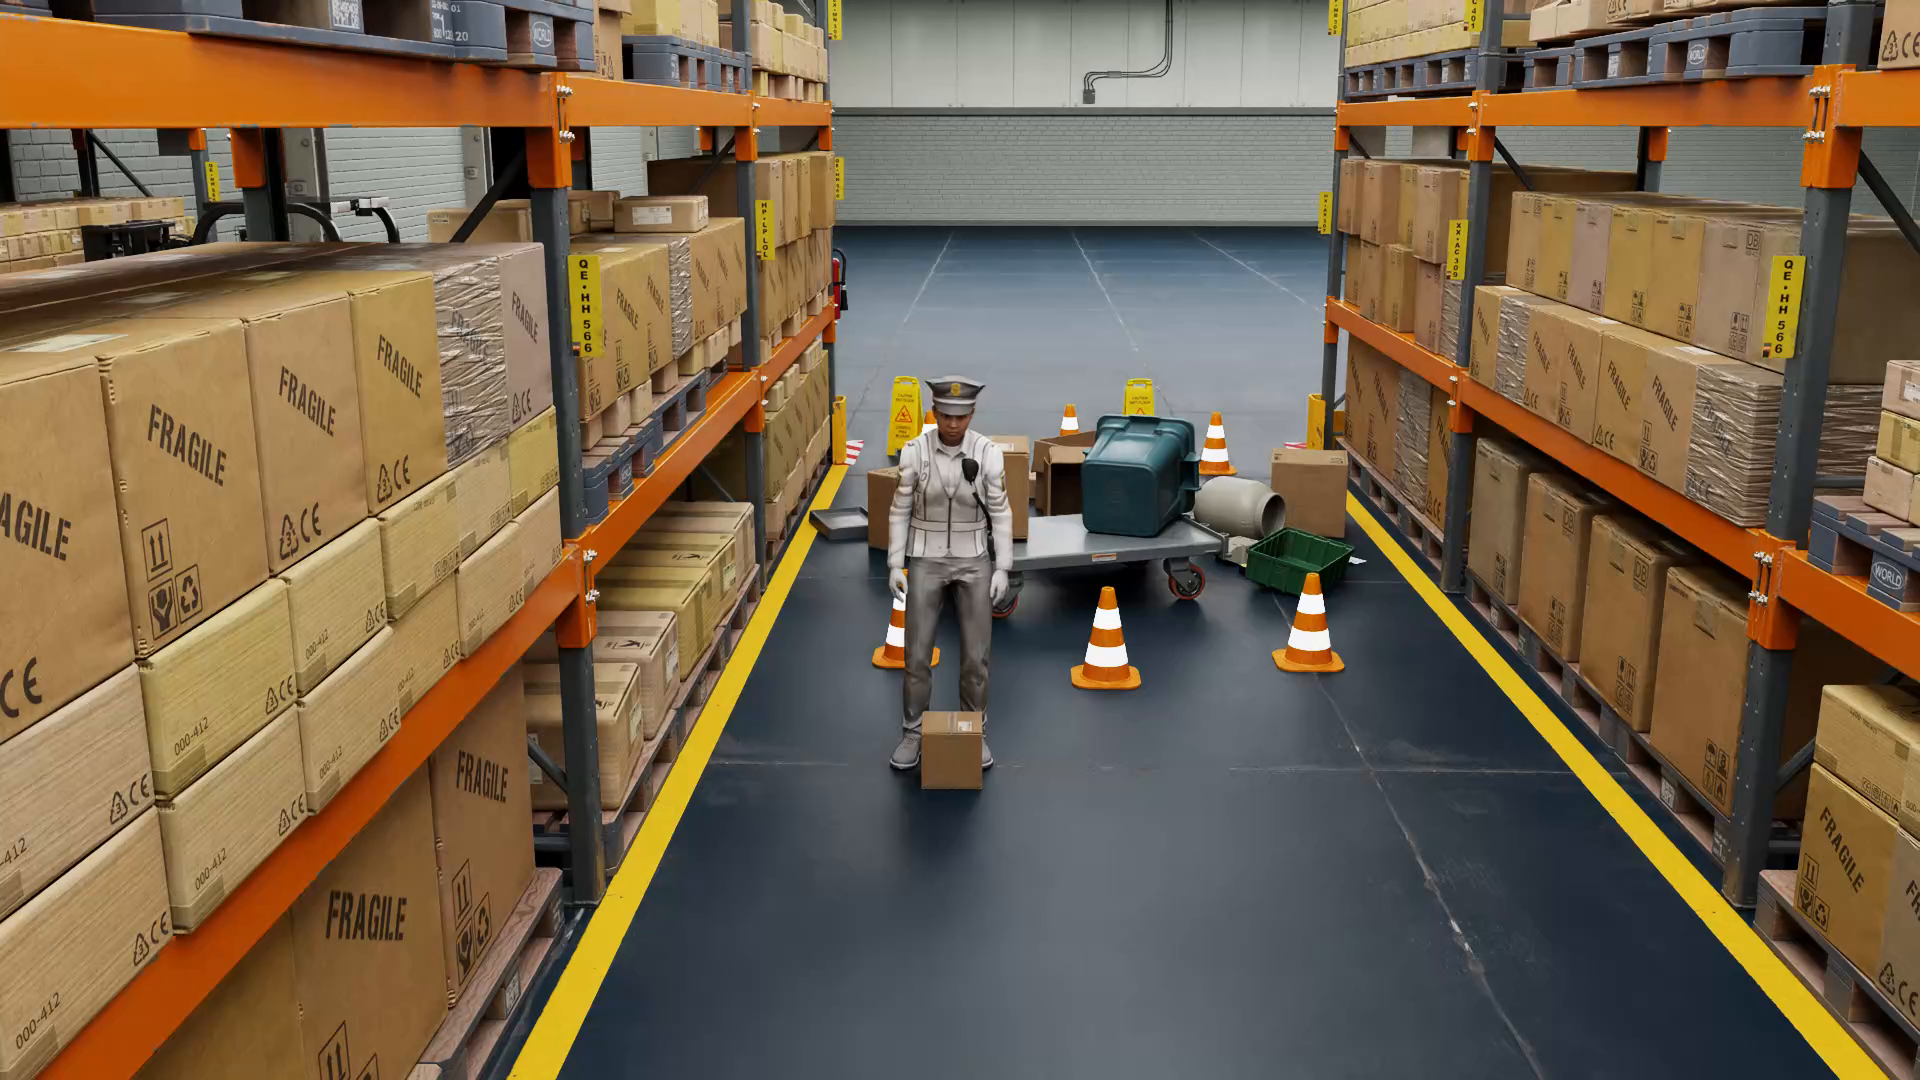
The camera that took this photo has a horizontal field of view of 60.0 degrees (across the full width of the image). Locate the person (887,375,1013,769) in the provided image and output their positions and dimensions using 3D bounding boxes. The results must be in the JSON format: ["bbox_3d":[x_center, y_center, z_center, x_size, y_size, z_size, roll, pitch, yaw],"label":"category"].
[{"bbox_3d":[-0.042,0.129,6.976,0.526,1.663,0.375,0,14,1],"label":"person"}]
